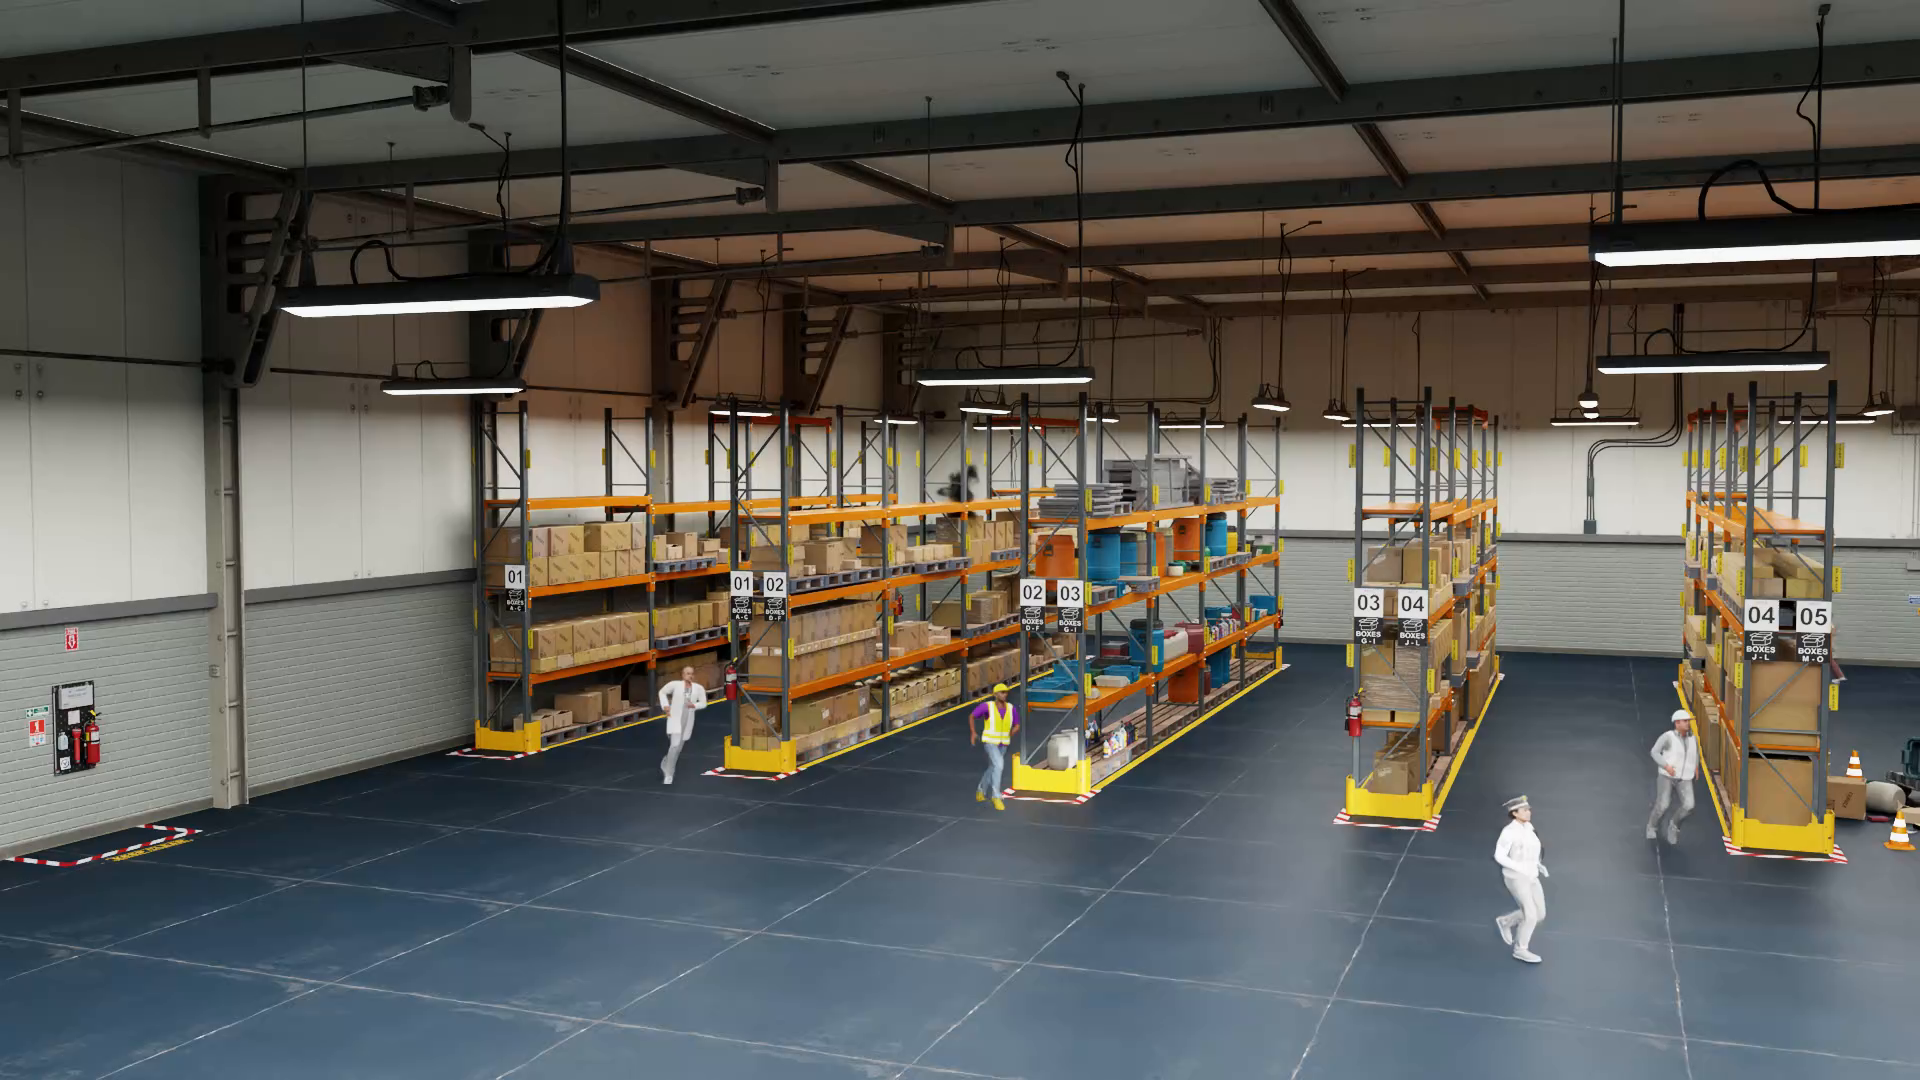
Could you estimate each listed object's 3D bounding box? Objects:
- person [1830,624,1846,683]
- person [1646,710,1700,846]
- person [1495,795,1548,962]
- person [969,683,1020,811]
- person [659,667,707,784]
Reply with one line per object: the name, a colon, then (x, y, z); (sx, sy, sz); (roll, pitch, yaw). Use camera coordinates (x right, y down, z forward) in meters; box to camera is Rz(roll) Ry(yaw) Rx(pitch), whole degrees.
person: (19.092, 2.386, 36.690); (0.857, 1.697, 0.580); (1, 3, 26)
person: (9.356, 3.087, 21.650); (0.713, 1.755, 0.646); (0, 3, -1)
person: (5.591, 3.364, 16.642); (0.613, 1.646, 0.579); (-2, 4, -39)
person: (0.556, 2.949, 23.984); (0.706, 1.753, 0.816); (-2, 3, -29)
person: (-4.369, 2.882, 26.013); (0.742, 1.827, 0.760); (-2, 3, -29)
